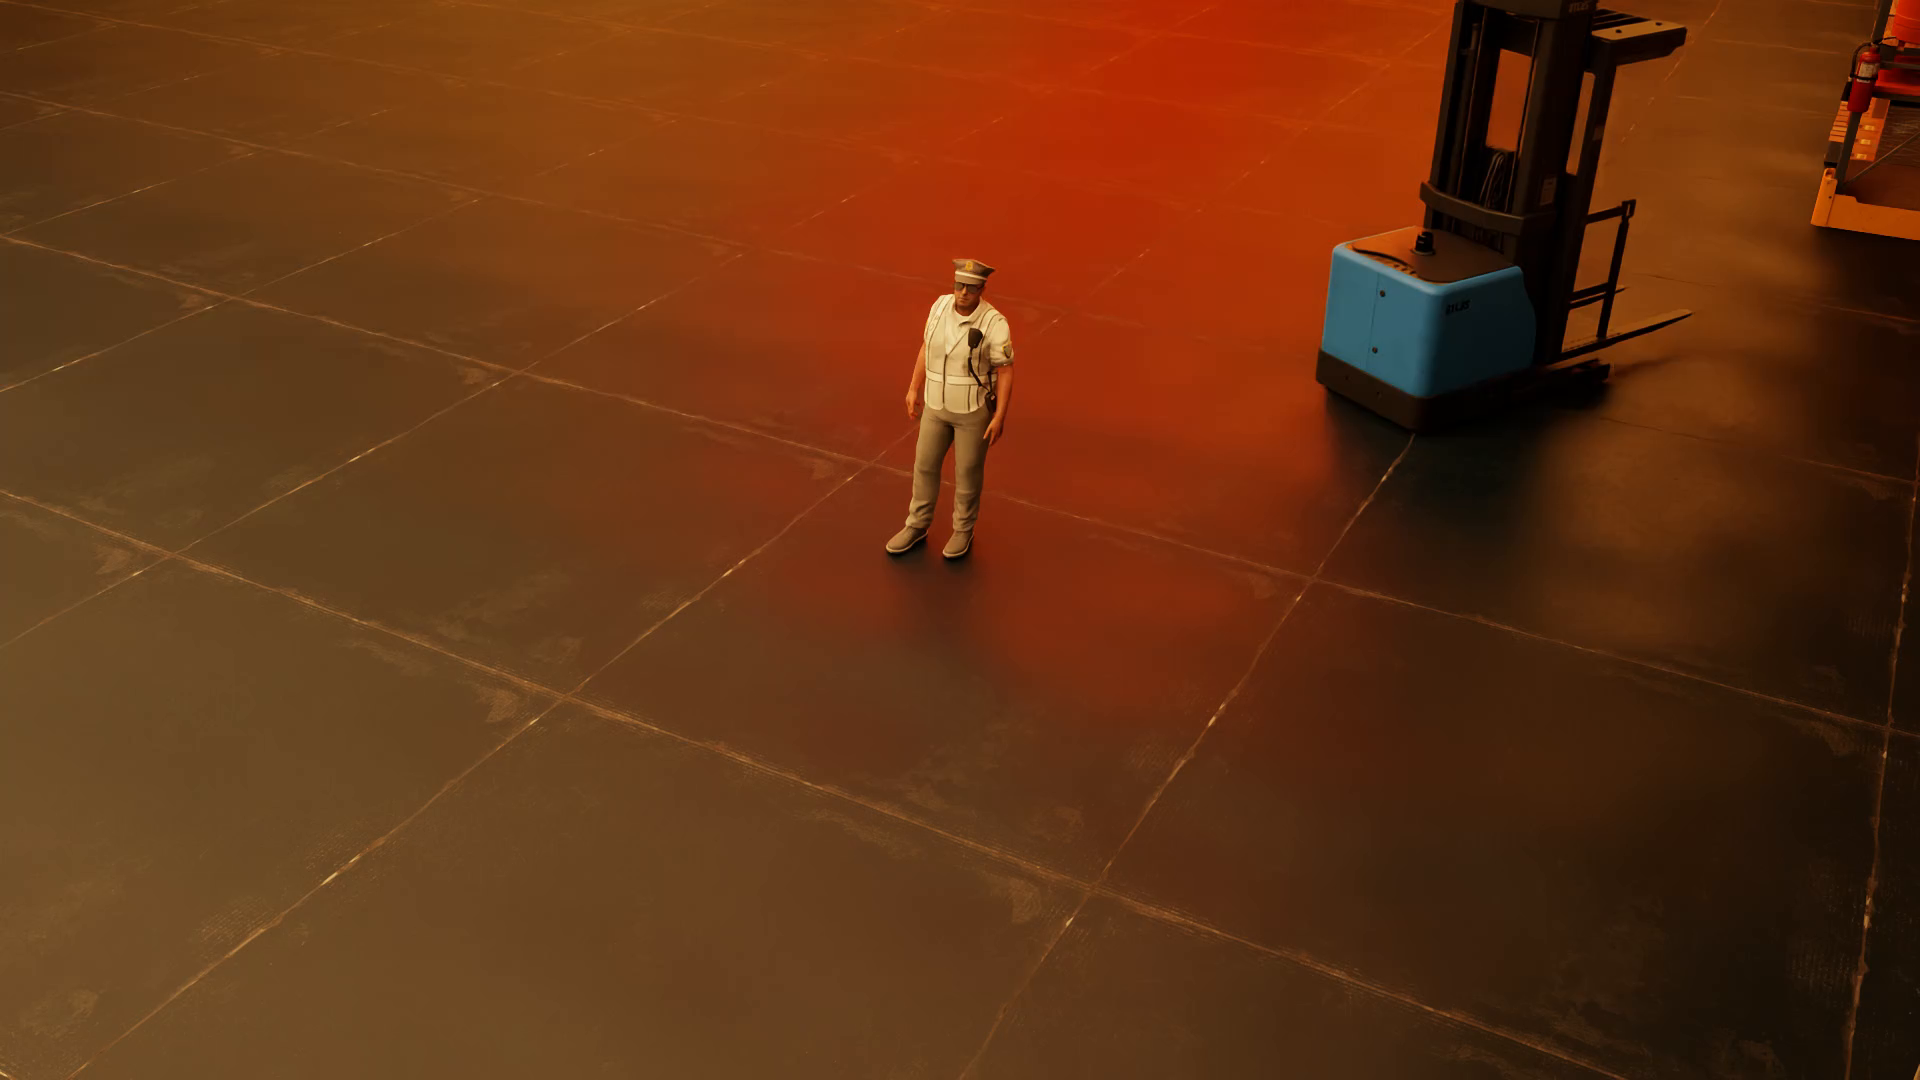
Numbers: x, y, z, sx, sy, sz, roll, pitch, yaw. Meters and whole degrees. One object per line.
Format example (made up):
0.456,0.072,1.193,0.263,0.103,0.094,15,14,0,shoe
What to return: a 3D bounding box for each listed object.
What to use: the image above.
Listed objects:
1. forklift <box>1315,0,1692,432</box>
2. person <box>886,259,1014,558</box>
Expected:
4.056,-2.538,11.467,3.031,2.935,1.130,-17,34,-27,forklift
-0.048,-0.747,9.500,0.640,1.781,0.575,15,33,25,person
